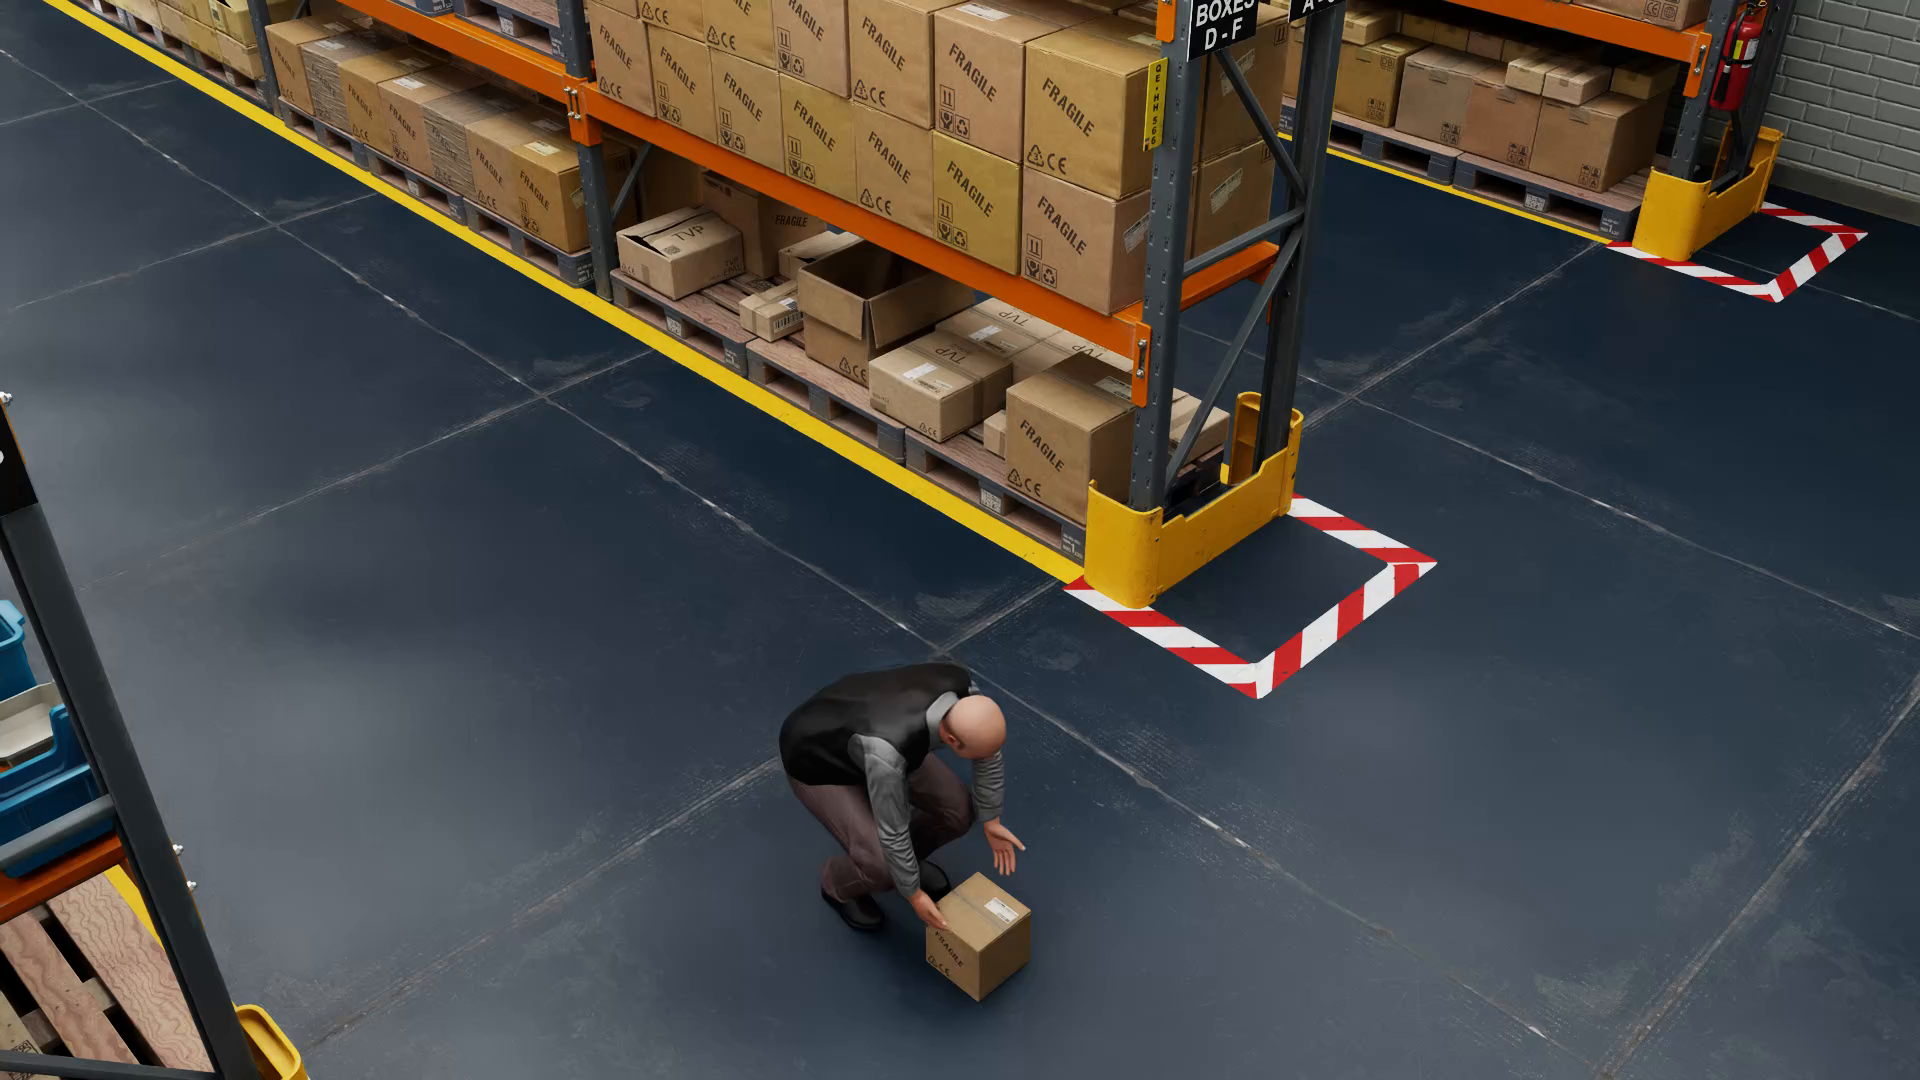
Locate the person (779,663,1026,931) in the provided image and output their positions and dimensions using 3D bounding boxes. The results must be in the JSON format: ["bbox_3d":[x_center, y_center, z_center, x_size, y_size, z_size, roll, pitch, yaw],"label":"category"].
[{"bbox_3d":[-0.190,0.815,5.569,0.837,1.083,0.558,30,45,35],"label":"person"}]
